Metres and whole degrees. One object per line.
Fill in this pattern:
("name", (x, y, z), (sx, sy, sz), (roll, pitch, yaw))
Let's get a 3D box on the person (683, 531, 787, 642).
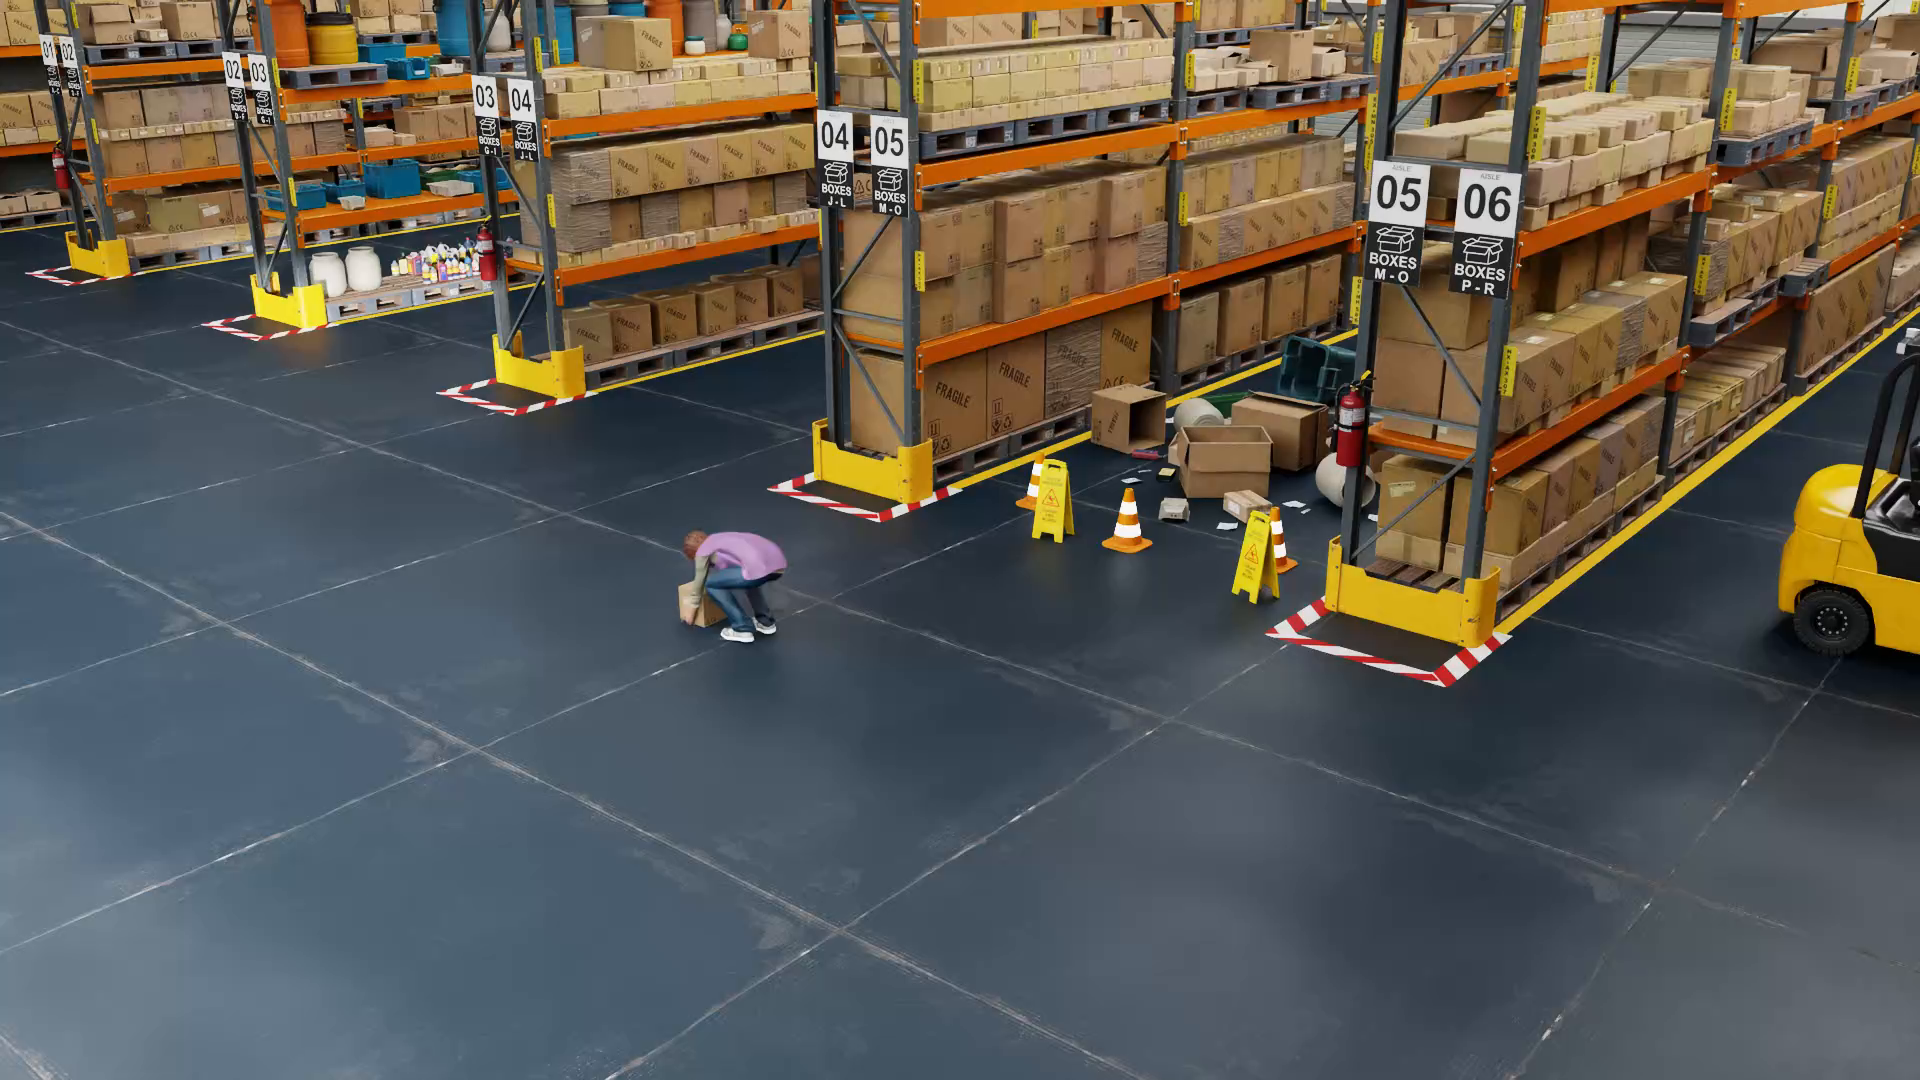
("person", (-1.581, 0.299, 11.555), (0.873, 0.758, 0.427), (15, 25, 35))
